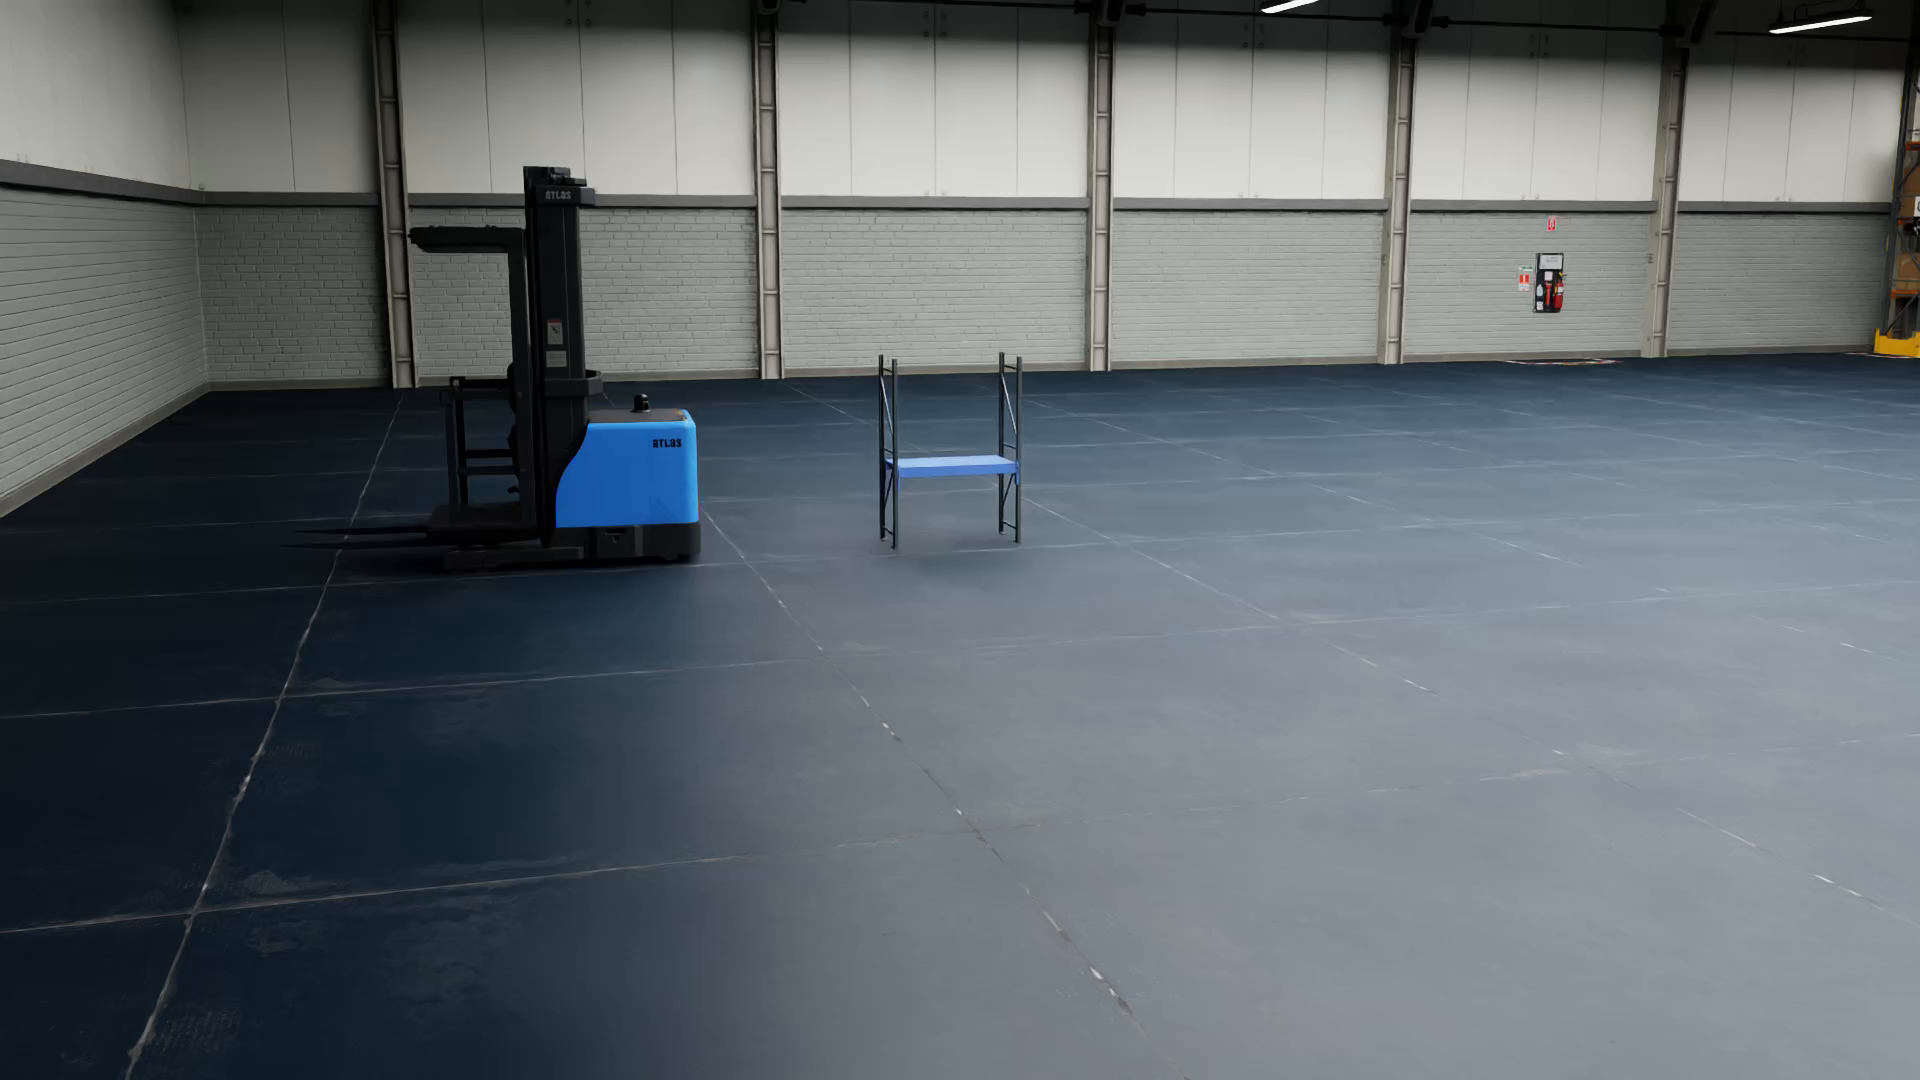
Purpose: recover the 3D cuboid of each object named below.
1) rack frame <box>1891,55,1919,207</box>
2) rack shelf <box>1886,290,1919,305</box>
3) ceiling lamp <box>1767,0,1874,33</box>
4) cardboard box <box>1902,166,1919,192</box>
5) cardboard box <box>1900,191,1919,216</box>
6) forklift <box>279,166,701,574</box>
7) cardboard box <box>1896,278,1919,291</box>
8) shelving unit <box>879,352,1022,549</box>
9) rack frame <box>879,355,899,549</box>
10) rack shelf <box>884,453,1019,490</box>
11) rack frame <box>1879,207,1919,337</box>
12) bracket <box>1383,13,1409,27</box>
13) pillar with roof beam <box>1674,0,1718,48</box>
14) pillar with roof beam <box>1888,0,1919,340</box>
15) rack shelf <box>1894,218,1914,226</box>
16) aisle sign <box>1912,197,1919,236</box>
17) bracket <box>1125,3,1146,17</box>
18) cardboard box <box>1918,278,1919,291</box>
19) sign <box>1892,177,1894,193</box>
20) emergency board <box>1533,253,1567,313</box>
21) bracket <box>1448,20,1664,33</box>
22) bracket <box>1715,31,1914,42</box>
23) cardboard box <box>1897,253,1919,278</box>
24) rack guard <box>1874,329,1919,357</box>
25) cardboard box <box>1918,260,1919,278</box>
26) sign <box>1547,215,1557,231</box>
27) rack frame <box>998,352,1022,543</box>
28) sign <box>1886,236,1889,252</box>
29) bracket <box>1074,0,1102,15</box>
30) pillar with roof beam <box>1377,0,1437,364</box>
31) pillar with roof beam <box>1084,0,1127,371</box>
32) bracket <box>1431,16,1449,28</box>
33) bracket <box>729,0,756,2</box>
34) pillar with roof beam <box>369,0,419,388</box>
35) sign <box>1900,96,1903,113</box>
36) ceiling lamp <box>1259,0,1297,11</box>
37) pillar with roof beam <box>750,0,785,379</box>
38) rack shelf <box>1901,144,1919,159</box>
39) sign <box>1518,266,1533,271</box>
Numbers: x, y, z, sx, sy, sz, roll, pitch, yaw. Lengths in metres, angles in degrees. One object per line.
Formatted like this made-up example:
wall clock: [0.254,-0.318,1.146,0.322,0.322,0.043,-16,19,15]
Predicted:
rack frame: [19.361,-8.246,33.483,0.127,3.000,1.000,-3,11,-16]
rack shelf: [21.281,-5.043,34.641,4.000,0.370,1.077,-3,11,-16]
ceiling lamp: [14.000,-10.062,27.225,0.800,3.185,2.000,-3,11,-16]
cardboard box: [19.702,-7.389,34.019,0.500,0.500,0.500,-3,11,-13]
cardboard box: [19.691,-6.895,34.098,0.500,0.500,0.500,-2,11,-12]
forklift: [-3.545,-1.300,12.510,3.031,2.935,1.130,-2,11,-12]
cardboard box: [19.756,-5.289,34.350,0.500,0.250,0.500,-3,11,-15]
shelving unit: [-0.082,-0.733,13.387,1.048,1.500,0.538,-3,11,-16]
rack frame: [-0.570,-0.708,13.247,0.032,1.500,0.500,-3,11,-16]
rack shelf: [-0.082,-0.556,13.420,1.000,0.185,0.538,-3,11,-16]
rack frame: [19.361,-5.295,34.026,0.127,3.000,1.000,-3,11,-16]
bracket: [7.970,-9.512,30.418,0.430,0.232,0.235,-3,11,-16]
pillar with roof beam: [15.287,-10.303,28.053,0.548,2.987,8.718,-3,11,-16]
pillar with roof beam: [20.995,-7.683,30.427,0.548,9.000,9.100,-3,11,-16]
rack shelf: [21.281,-6.518,34.370,4.000,0.370,1.077,-3,11,-16]
aisle sign: [19.376,-6.518,33.488,0.004,0.787,0.394,-3,11,-16]
bracket: [3.006,-9.250,28.997,0.430,0.232,0.235,-3,11,-16]
cardboard box: [19.918,-5.201,33.872,0.500,0.250,0.500,-3,11,-18]
sign: [19.225,-7.304,34.204,0.005,0.325,0.100,-3,11,-16]
emergency board: [11.647,-5.059,32.743,0.643,1.169,0.194,-3,11,-16]
bracket: [11.241,-9.684,31.355,4.783,0.066,0.076,-3,11,-16]
bracket: [17.002,-9.988,33.004,4.783,0.066,0.076,-3,11,-16]
cardboard box: [19.754,-5.661,34.300,0.500,0.500,0.500,-3,11,-17]
rack guard: [19.434,-4.070,34.273,0.348,0.500,1.175,-3,11,-16]
cardboard box: [19.903,-5.572,33.818,0.500,0.500,0.500,-3,11,-16]
sign: [11.611,-6.216,32.625,0.199,0.298,0.001,-3,11,-16]
rack frame: [0.406,-0.759,13.527,0.032,1.500,0.500,-3,11,-16]
sign: [19.225,-6.118,34.422,0.005,0.325,0.100,-3,11,-16]
bracket: [2.209,-9.208,28.769,0.430,0.232,0.235,-3,11,-16]
pillar with roof beam: [9.473,-7.076,27.129,0.548,9.000,9.100,-3,11,-16]
pillar with roof beam: [3.712,-6.772,25.479,0.548,9.000,9.100,-3,11,-16]
bracket: [8.767,-9.554,30.647,0.430,0.232,0.235,-3,11,-16]
bracket: [-3.551,-8.905,27.120,0.430,0.232,0.235,-3,11,-16]
pillar with roof beam: [-7.810,-6.165,22.181,0.548,9.000,9.100,-3,11,-16]
sign: [19.225,-8.881,33.914,0.005,0.325,0.100,-3,11,-16]
ceiling lamp: [4.830,-9.599,24.596,0.800,3.144,2.000,-3,11,-16]
pillar with roof beam: [-2.049,-6.469,23.830,0.548,9.000,9.100,-3,11,-16]
rack shelf: [21.281,-7.992,34.098,4.000,0.370,1.077,-3,11,-16]
sign: [11.094,-5.326,32.630,0.331,0.109,0.001,-3,11,-16]
